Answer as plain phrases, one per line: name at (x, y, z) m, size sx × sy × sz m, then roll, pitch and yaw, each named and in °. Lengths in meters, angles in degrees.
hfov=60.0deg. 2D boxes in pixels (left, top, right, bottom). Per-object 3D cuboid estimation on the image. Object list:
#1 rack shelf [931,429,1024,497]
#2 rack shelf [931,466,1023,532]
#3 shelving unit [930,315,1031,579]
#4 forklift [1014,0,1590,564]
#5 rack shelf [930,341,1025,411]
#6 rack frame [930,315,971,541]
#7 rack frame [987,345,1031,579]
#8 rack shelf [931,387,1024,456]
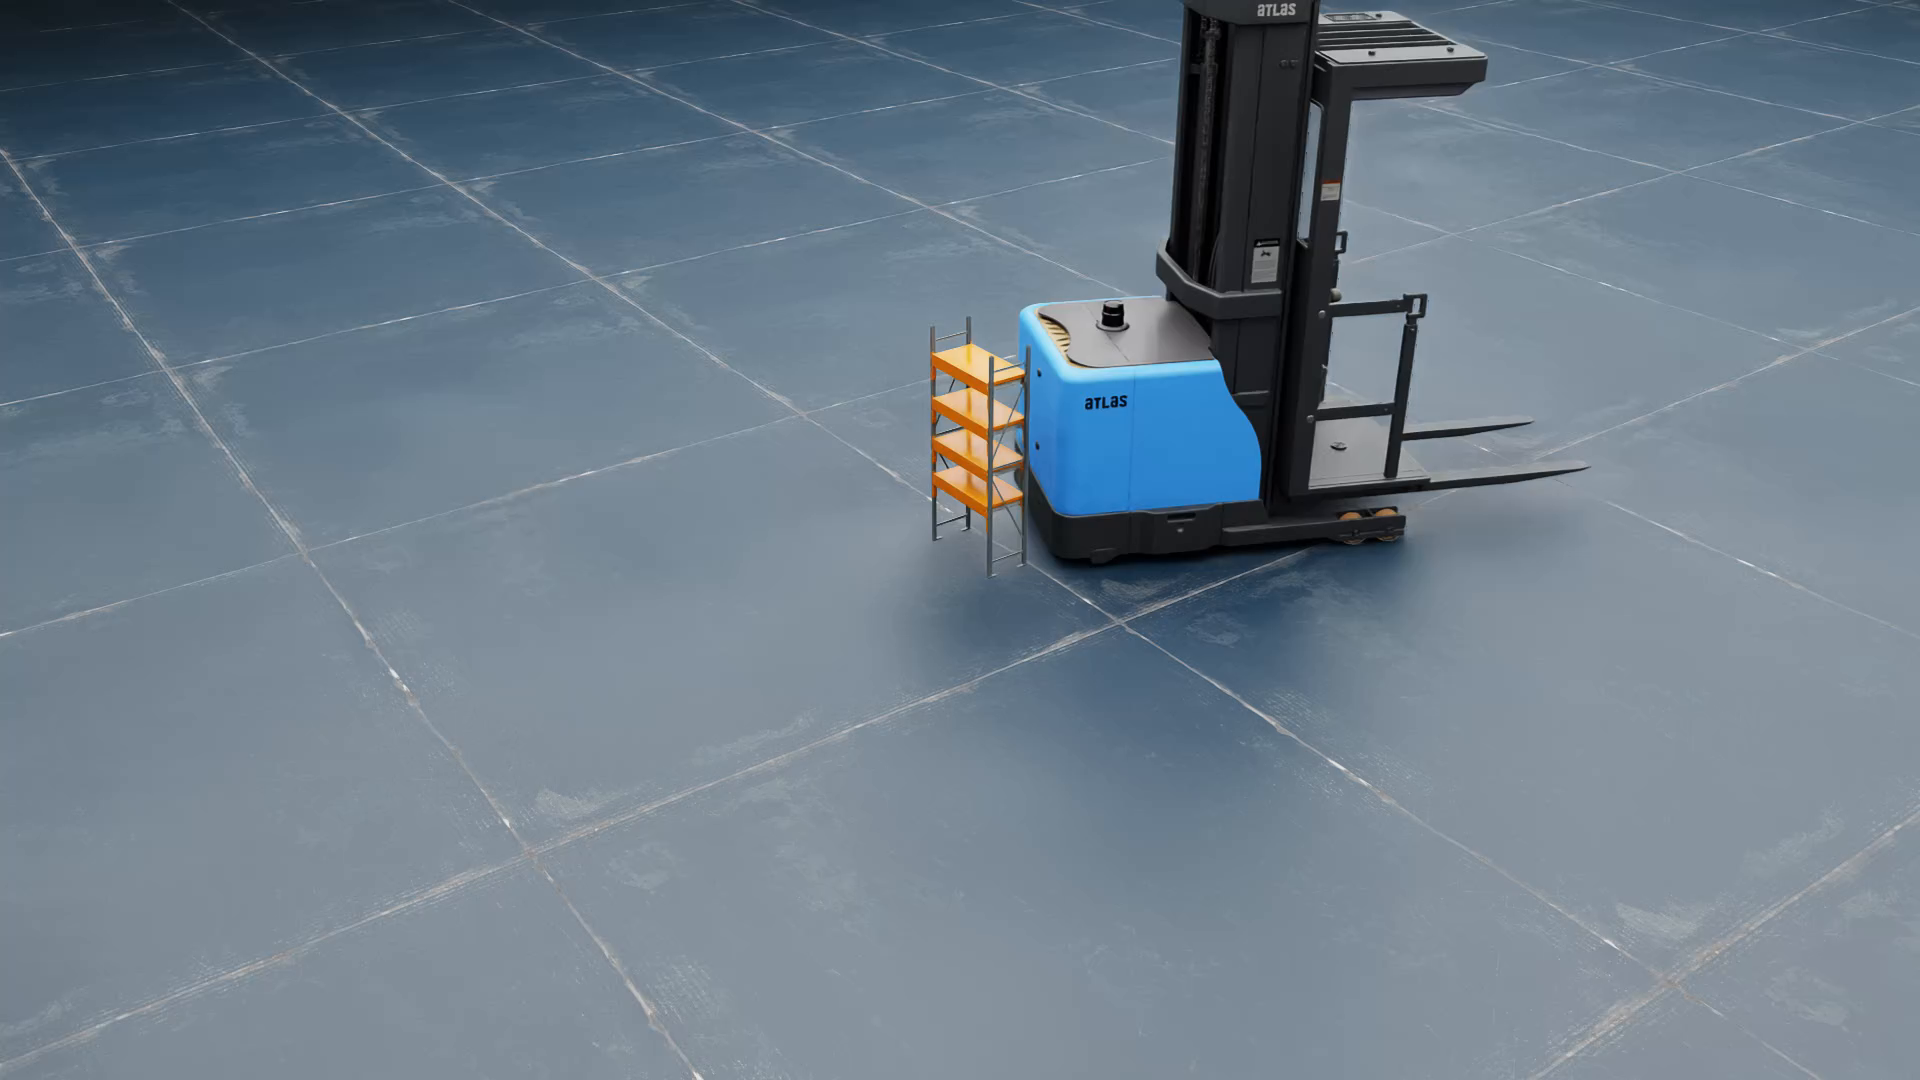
rack shelf at (0.096, -0.404, 8.377) m, size 0.258 × 0.148 × 0.480 m, roll -19°, pitch 34°, yaw -31°
rack shelf at (0.096, -0.229, 8.472) m, size 0.258 × 0.148 × 0.480 m, roll -19°, pitch 34°, yaw -31°
shelving unit at (0.096, -0.463, 8.345) m, size 0.258 × 1.200 × 0.503 m, roll -19°, pitch 34°, yaw -31°
forklift at (1.868, -1.505, 8.449) m, size 3.031 × 2.935 × 1.130 m, roll -5°, pitch 29°, yaw -10°
rack shelf at (0.096, -0.808, 8.158) m, size 0.258 × 0.148 × 0.480 m, roll -19°, pitch 34°, yaw -31°
rack frame at (-0.046, -0.558, 8.520) m, size 0.240 × 1.200 × 0.015 m, roll -19°, pitch 34°, yaw -31°
rack frame at (0.238, -0.368, 8.170) m, size 0.240 × 1.200 × 0.015 m, roll -19°, pitch 34°, yaw -31°
rack shelf at (0.096, -0.600, 8.271) m, size 0.258 × 0.148 × 0.480 m, roll -19°, pitch 34°, yaw -31°
